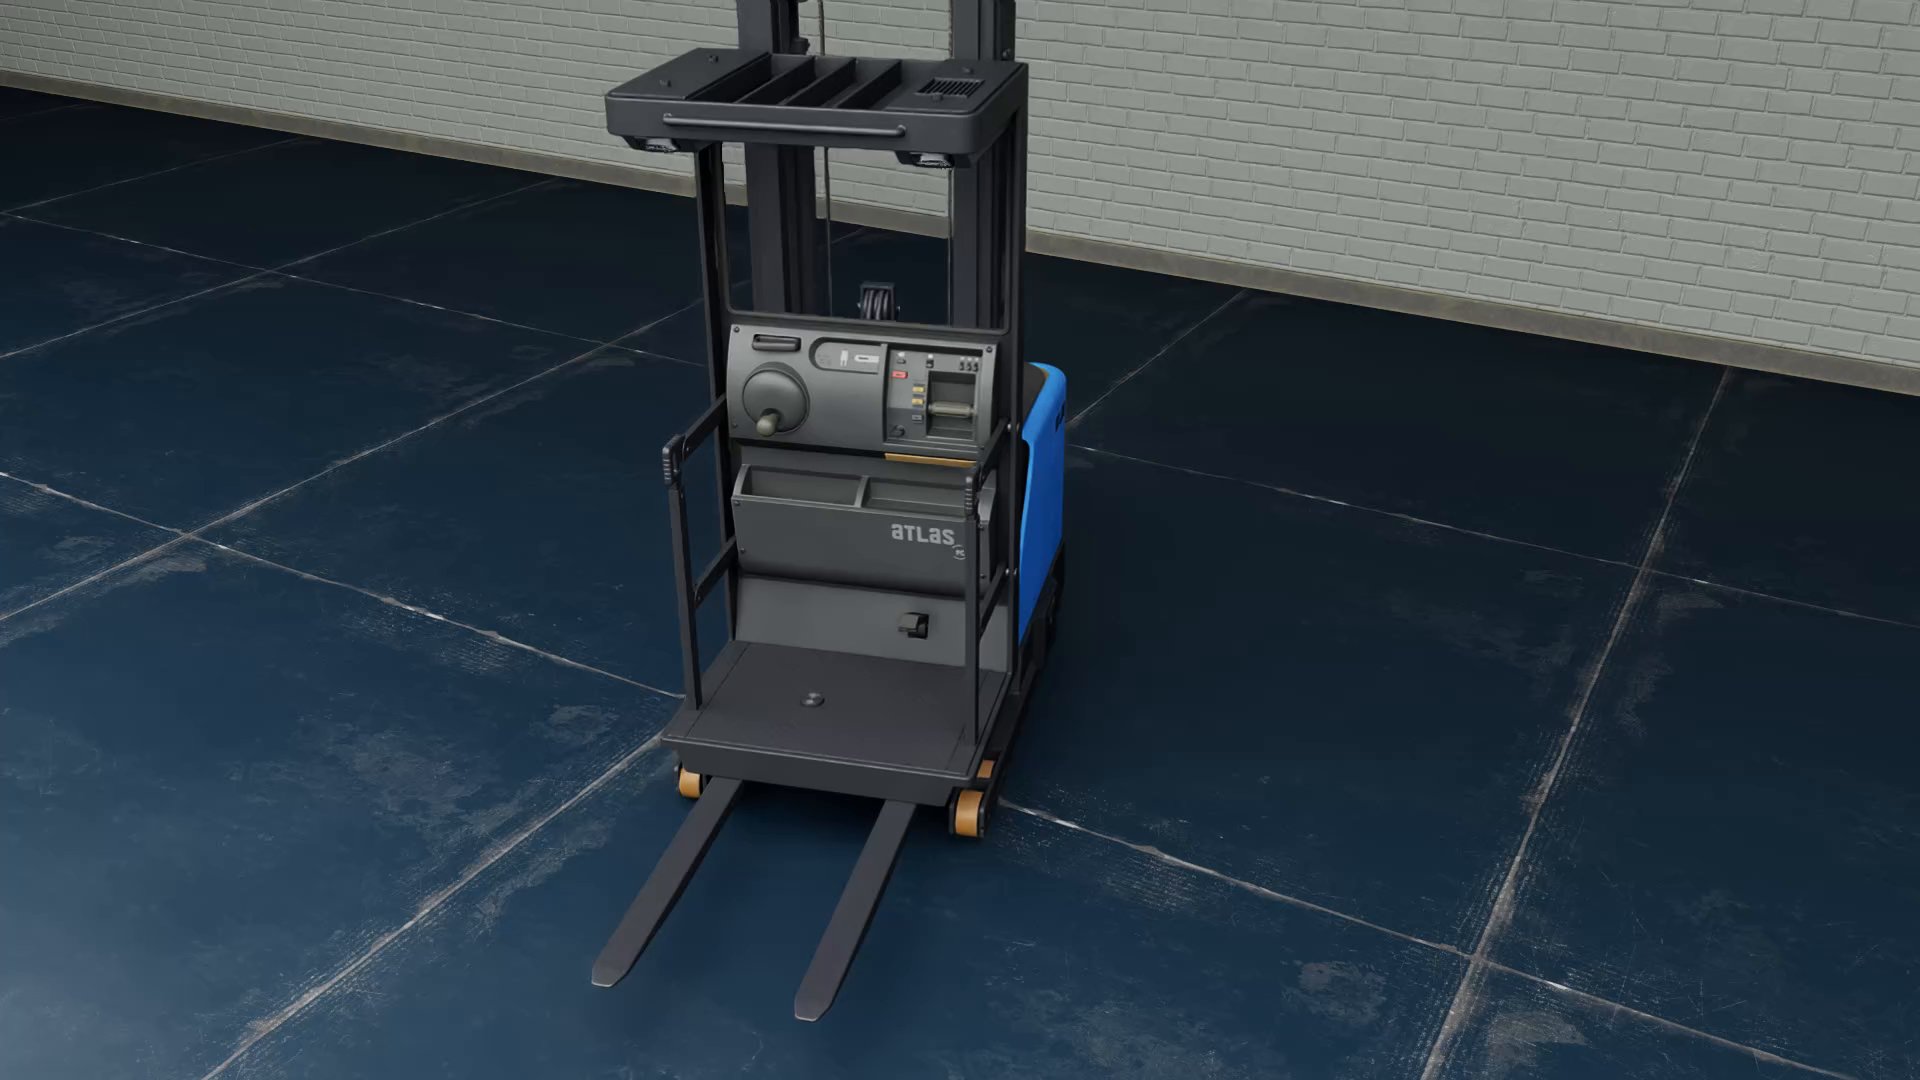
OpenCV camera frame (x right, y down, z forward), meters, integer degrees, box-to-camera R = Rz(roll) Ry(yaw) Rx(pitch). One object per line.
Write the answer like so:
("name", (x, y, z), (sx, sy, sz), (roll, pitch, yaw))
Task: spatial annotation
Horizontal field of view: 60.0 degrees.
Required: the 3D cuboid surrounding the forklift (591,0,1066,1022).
("forklift", (-0.384, -0.475, 5.425), (1.130, 2.935, 3.031), (6, 27, 12))
